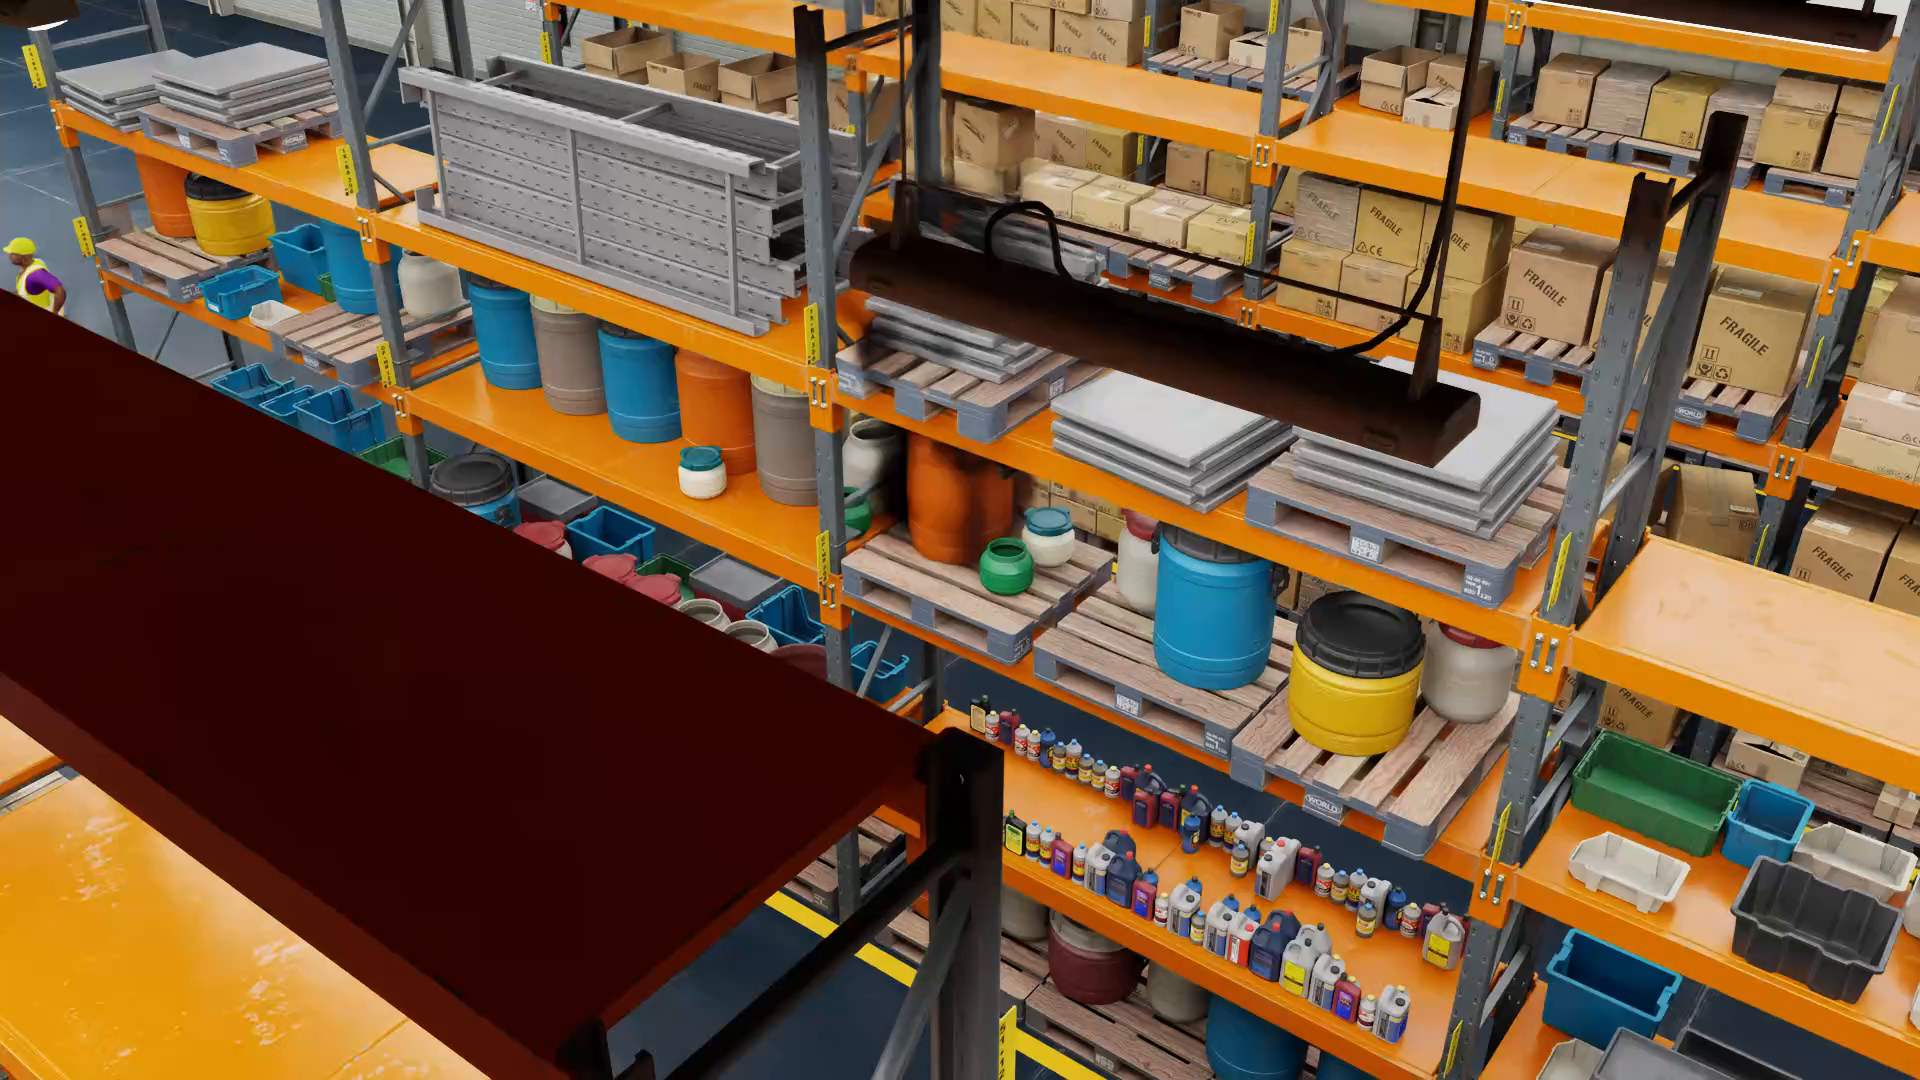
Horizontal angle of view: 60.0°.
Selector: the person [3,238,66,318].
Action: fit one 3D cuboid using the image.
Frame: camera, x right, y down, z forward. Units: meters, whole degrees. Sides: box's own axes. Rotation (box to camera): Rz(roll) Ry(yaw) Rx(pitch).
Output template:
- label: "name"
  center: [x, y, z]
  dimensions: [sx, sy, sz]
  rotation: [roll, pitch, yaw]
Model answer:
- label: "person"
  center: [-9.493, -2.271, 17.332]
  dimensions: [0.763, 1.846, 0.719]
  rotation: [-13, 34, -21]
